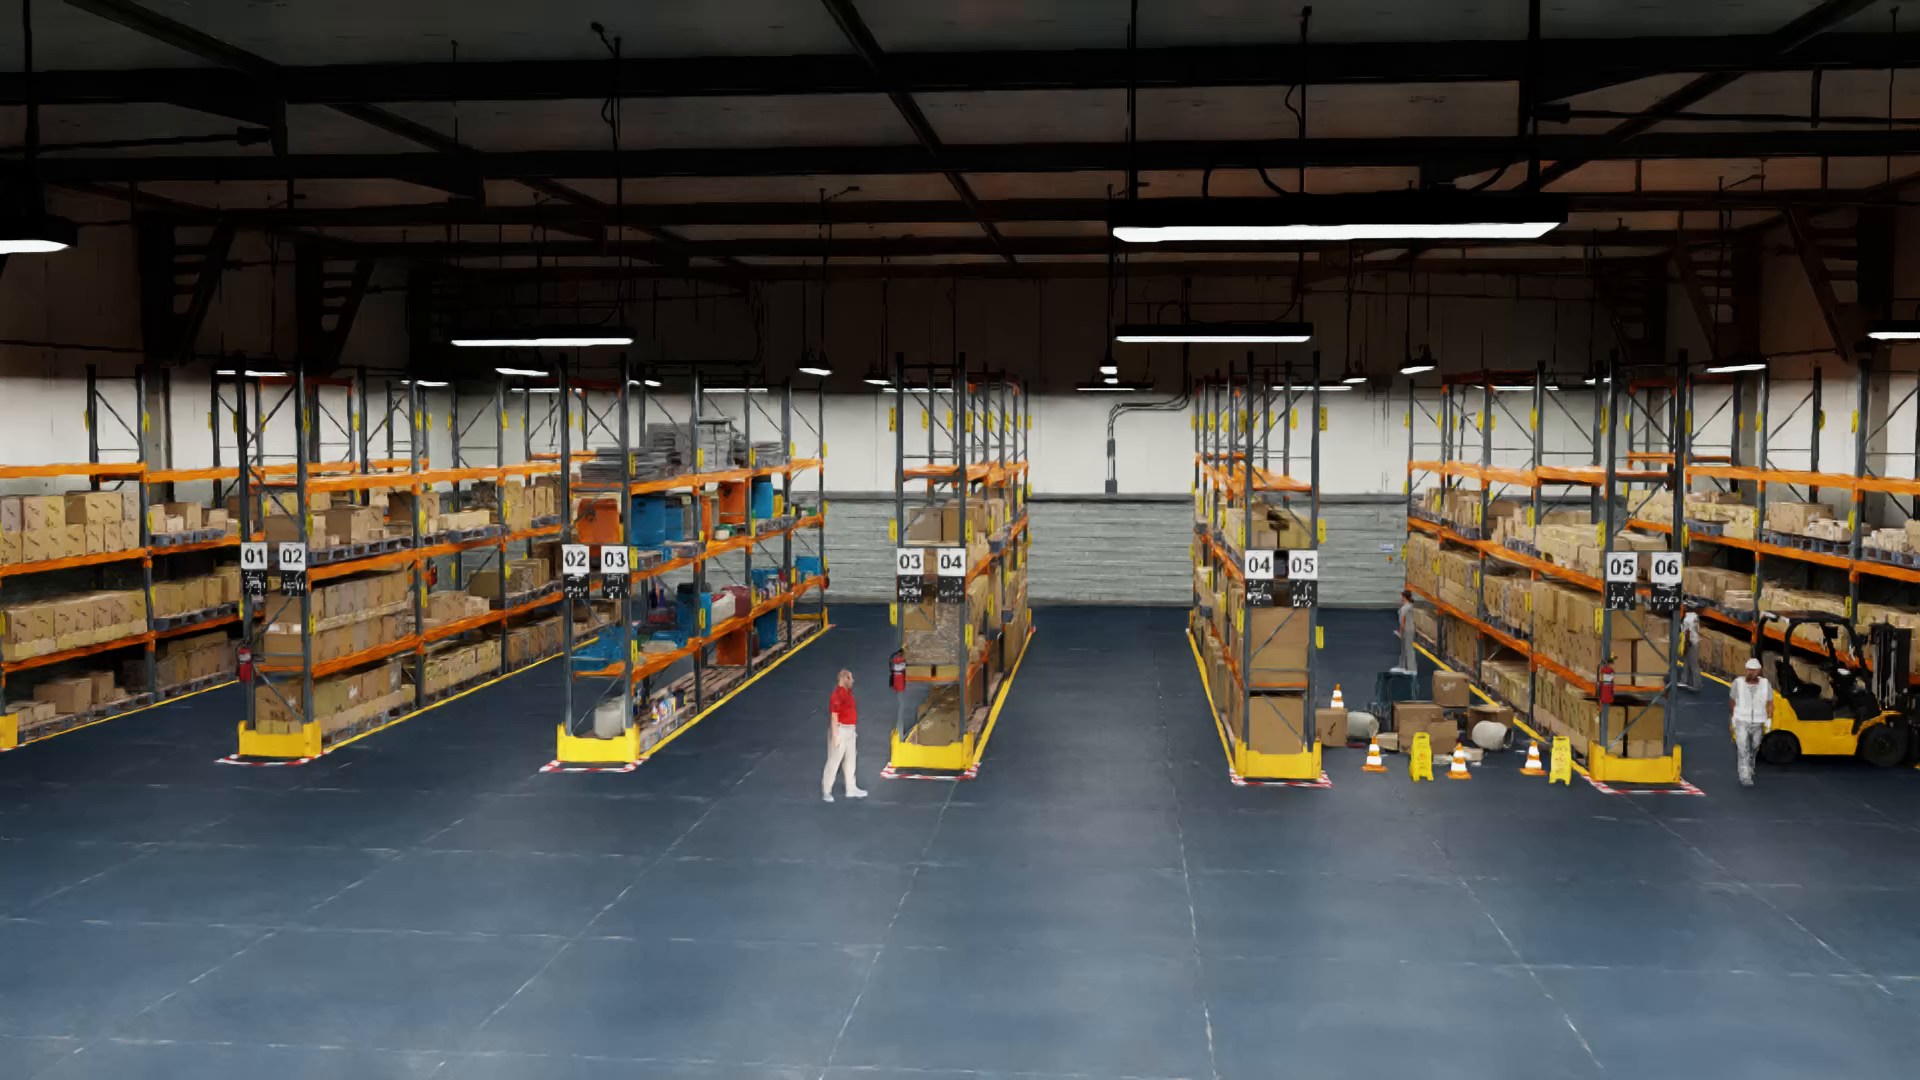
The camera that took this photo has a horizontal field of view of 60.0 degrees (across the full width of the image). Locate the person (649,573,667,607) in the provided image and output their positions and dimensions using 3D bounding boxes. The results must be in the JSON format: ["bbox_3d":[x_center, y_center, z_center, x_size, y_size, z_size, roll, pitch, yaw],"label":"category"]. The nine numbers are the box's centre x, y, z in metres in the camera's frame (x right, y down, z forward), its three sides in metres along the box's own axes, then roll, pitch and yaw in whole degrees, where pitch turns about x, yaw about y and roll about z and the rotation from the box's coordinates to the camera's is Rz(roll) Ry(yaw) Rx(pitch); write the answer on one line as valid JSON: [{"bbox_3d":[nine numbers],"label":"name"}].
[{"bbox_3d":[-7.273,1.356,39.782,0.437,1.645,0.539,-2,4,-24],"label":"person"}]

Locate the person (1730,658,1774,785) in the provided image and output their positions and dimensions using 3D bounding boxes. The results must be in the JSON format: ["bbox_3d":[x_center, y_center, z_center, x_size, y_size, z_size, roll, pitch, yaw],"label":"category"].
[{"bbox_3d":[10.944,2.490,22.975,0.535,1.735,1.019,1,4,12],"label":"person"}]

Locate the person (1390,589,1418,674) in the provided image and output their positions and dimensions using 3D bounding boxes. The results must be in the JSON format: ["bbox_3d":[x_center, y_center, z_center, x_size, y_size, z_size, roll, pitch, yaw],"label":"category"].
[{"bbox_3d":[8.834,1.805,33.029,0.580,1.666,0.574,2,5,27],"label":"person"}]

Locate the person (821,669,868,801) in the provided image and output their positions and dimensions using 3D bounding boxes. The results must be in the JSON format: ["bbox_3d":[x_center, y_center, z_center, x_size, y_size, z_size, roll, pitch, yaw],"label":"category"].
[{"bbox_3d":[-1.550,2.571,22.051,0.501,1.724,0.662,1,4,17],"label":"person"}]

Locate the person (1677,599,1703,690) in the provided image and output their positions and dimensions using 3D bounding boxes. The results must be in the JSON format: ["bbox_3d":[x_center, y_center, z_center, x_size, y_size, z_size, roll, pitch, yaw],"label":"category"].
[{"bbox_3d":[13.630,1.945,31.132,0.554,1.663,0.587,2,5,28],"label":"person"}]
